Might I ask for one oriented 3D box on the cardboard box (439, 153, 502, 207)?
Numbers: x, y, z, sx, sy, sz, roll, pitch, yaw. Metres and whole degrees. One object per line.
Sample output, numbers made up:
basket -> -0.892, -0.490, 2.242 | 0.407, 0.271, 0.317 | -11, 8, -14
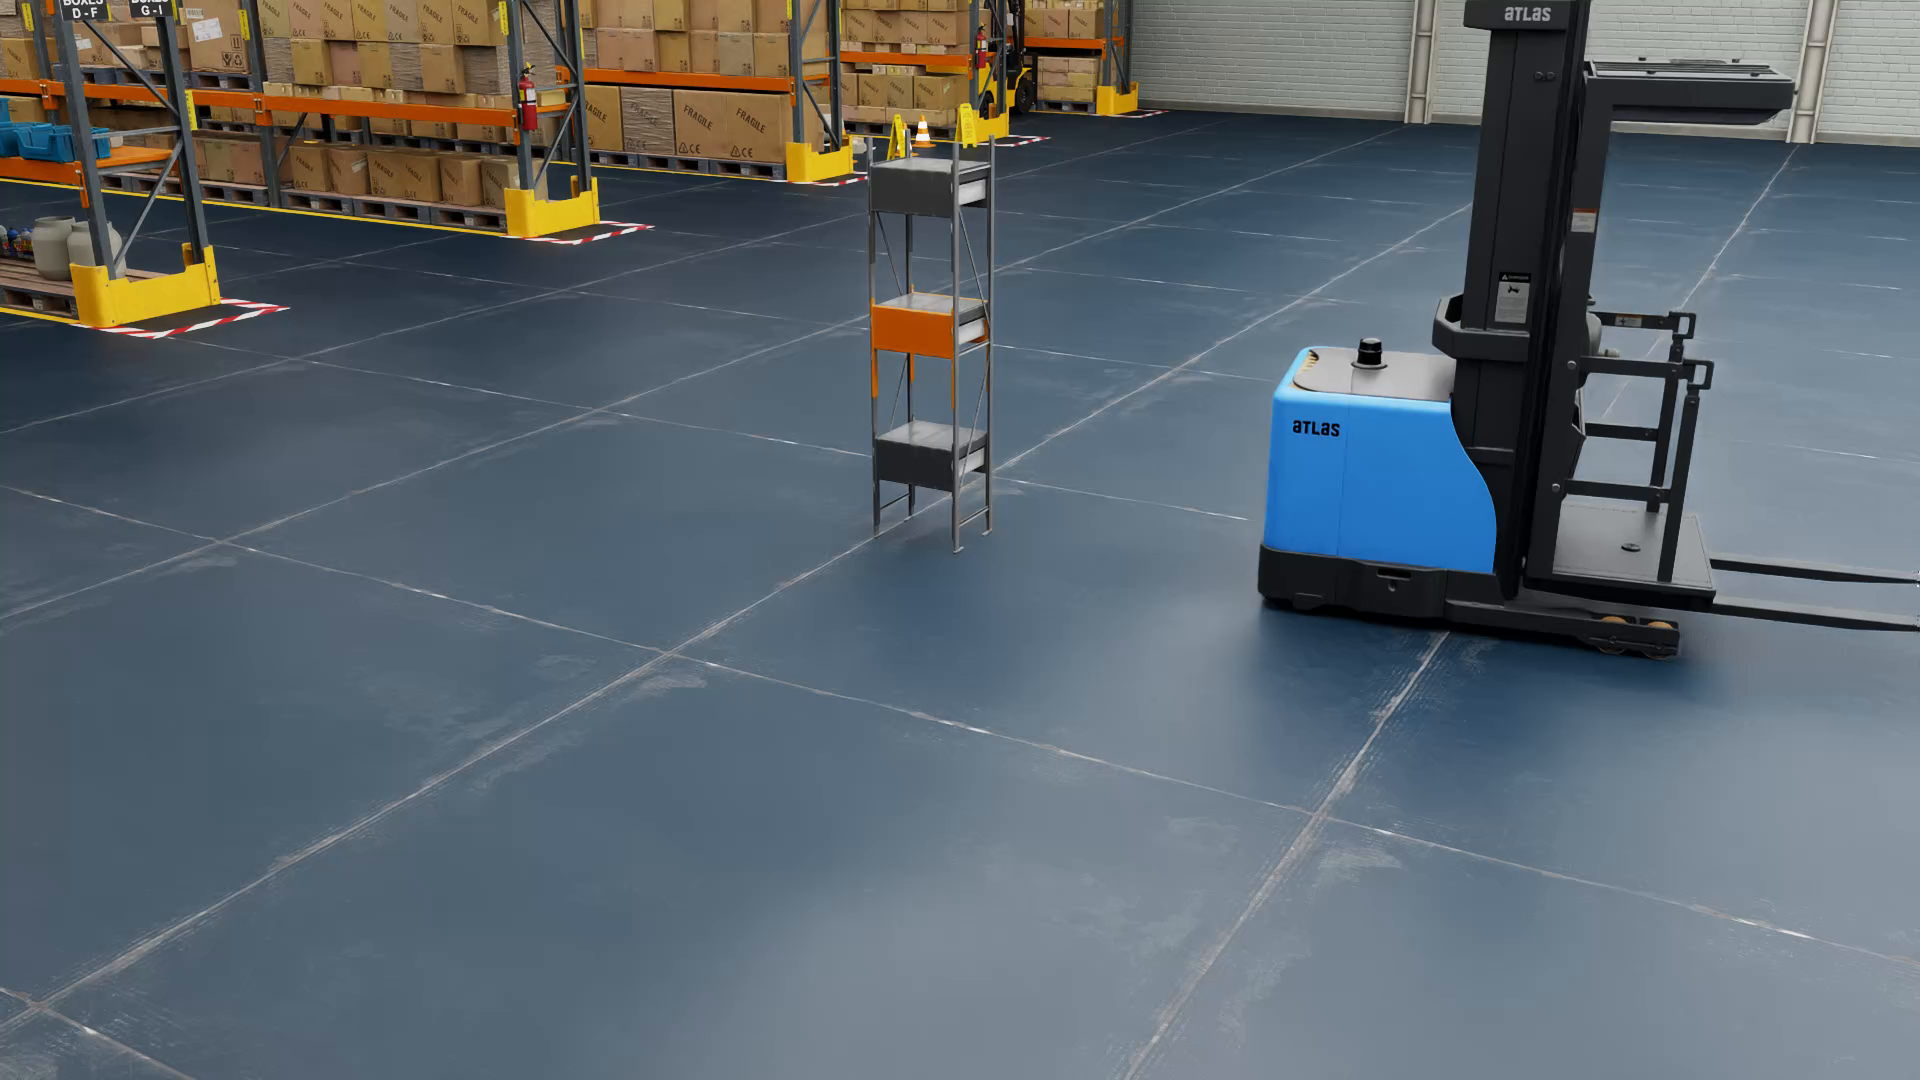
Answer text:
cardboard box -> -5.470, -4.045, 18.668 | 0.500, 0.500, 0.500 | 18, 27, 41

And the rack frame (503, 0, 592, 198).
rack frame -> -4.395, -4.825, 17.768 | 0.127, 3.000, 1.000 | 11, 23, 27

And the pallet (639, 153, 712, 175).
pallet -> -3.685, -5.287, 23.130 | 1.213, 0.211, 1.003 | 11, 23, 27

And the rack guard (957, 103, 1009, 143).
rack guard -> 0.372, -6.613, 26.362 | 0.348, 0.500, 1.175 | 11, 23, 27

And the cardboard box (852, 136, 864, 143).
cardboard box -> -1.691, -6.051, 25.330 | 0.380, 0.149, 0.250 | -11, 23, -29

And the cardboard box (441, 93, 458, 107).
cardboard box -> -5.416, -4.807, 18.086 | 0.250, 0.149, 0.380 | 11, 23, 27

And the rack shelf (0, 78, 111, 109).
rack shelf -> -13.125, -6.150, 22.475 | 4.000, 0.370, 1.077 | 11, 23, 27

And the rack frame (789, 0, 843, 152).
rack frame -> -1.888, -6.285, 21.792 | 0.127, 3.000, 1.000 | 11, 23, 27

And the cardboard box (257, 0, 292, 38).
cardboard box -> -7.618, -5.996, 18.948 | 0.500, 0.500, 0.500 | 11, 23, 27

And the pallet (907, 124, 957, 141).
pallet -> -0.320, -6.623, 26.812 | 1.213, 0.211, 1.003 | 11, 23, 27

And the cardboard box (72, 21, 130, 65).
cardboard box -> -10.888, -6.322, 21.132 | 0.500, 0.500, 0.500 | 8, 21, 21

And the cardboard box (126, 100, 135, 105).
cardboard box -> -13.906, -7.474, 28.199 | 0.250, 0.149, 0.380 | 10, 22, 25

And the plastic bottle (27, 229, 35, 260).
plastic bottle -> -8.540, -2.726, 15.337 | 0.097, 0.271, 0.097 | 0, 20, 0

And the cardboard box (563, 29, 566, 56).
cardboard box -> -5.966, -7.004, 23.628 | 0.500, 0.500, 0.500 | 11, 22, 27

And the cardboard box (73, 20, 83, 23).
cardboard box -> -14.698, -8.809, 28.167 | 0.500, 0.500, 0.500 | 11, 23, 28

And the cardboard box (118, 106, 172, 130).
cardboard box -> -10.311, -5.352, 21.141 | 0.500, 0.250, 0.500 | 14, 24, 33

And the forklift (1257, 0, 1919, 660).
forklift -> 3.004, -1.049, 7.457 | 3.031, 2.935, 1.130 | 7, 21, 17

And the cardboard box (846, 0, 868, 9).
cardboard box -> -1.416, -8.717, 26.448 | 0.500, 0.500, 0.700 | 11, 22, 27

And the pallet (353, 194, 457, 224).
pallet -> -6.214, -3.876, 19.240 | 1.213, 0.211, 1.003 | 11, 23, 27

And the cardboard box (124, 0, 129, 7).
cardboard box -> -13.360, -9.019, 27.281 | 0.500, 0.500, 0.500 | 10, 22, 26

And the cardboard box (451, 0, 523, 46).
cardboard box -> -4.996, -5.500, 17.579 | 0.500, 0.500, 0.500 | 11, 23, 27

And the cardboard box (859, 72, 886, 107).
cardboard box -> -1.283, -7.260, 26.797 | 0.500, 0.500, 0.500 | 10, 22, 26

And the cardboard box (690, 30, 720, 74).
cardboard box -> -3.152, -6.619, 22.493 | 0.550, 0.550, 0.875 | 11, 23, 27

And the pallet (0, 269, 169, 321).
pallet -> -7.606, -2.175, 14.551 | 1.213, 0.211, 1.003 | 11, 23, 27

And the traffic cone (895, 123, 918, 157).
traffic cone -> -0.811, -5.883, 24.405 | 0.334, 0.463, 0.336 | 11, 23, 27

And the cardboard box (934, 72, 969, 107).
cardboard box -> -0.152, -7.253, 26.777 | 0.500, 0.500, 0.500 | 10, 22, 26

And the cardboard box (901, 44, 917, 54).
cardboard box -> -0.721, -7.747, 26.193 | 0.250, 0.149, 0.380 | 11, 23, 28

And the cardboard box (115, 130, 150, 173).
cardboard box -> -10.294, -4.993, 21.252 | 0.500, 0.500, 0.700 | 9, 22, 23

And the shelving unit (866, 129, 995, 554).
shelving unit -> -0.145, -1.015, 8.583 | 0.503, 2.100, 0.431 | 11, 23, 27

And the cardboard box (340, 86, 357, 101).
cardboard box -> -6.743, -5.046, 18.746 | 0.250, 0.149, 0.380 | 11, 23, 27

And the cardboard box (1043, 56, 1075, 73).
cardboard box -> 1.853, -8.695, 30.387 | 0.500, 0.250, 0.500 | 11, 23, 28

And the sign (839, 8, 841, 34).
sign -> -1.612, -6.893, 22.083 | 0.005, 0.325, 0.100 | 11, 23, 27

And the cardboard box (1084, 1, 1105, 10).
cardboard box -> 2.416, -9.580, 29.777 | 0.250, 0.149, 0.380 | 11, 23, 28

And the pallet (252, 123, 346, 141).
pallet -> -10.614, -6.638, 26.855 | 1.213, 0.211, 1.003 | 11, 23, 27

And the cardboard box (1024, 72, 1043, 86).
cardboard box -> 1.385, -8.547, 30.713 | 0.500, 0.250, 0.500 | 10, 22, 26

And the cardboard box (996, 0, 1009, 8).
cardboard box -> 0.854, -9.876, 30.595 | 0.250, 0.149, 0.380 | 10, 22, 26

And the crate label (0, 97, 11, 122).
crate label -> -8.549, -3.593, 14.319 | 0.616, 0.435, 0.502 | 11, 23, 27

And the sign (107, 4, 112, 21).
sign -> -11.123, -6.826, 21.701 | 0.005, 0.325, 0.100 | 11, 23, 27

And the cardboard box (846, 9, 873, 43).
cardboard box -> -1.473, -8.229, 26.569 | 0.500, 0.500, 0.500 | 11, 23, 28

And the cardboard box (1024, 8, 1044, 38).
cardboard box -> 1.402, -9.478, 30.449 | 0.500, 0.500, 0.500 | 10, 22, 26

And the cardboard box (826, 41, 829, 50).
cardboard box -> -1.996, -8.026, 26.961 | 0.250, 0.149, 0.380 | 11, 23, 27

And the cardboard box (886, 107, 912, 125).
cardboard box -> -0.847, -6.823, 26.692 | 0.500, 0.250, 0.500 | 11, 23, 27

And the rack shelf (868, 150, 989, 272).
rack shelf -> -0.144, -1.660, 8.349 | 0.480, 0.518, 0.431 | 11, 23, 27

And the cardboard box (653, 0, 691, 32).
cardboard box -> -3.667, -7.183, 22.465 | 0.500, 0.550, 0.875 | 11, 23, 27

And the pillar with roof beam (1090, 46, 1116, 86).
pillar with roof beam -> 0.588, -11.176, 26.479 | 0.400, 9.000, 9.100 | 11, 23, 27

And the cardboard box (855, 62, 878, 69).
cardboard box -> -1.771, -9.215, 32.735 | 0.625, 0.625, 0.875 | 11, 22, 27

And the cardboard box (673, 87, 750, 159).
cardboard box -> -3.281, -5.722, 22.741 | 0.875, 0.875, 0.875 | 10, 22, 26

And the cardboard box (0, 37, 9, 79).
cardboard box -> -12.363, -6.295, 21.674 | 0.500, 0.500, 0.500 | 11, 22, 27

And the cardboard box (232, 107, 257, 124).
cardboard box -> -11.386, -7.013, 26.850 | 0.500, 0.500, 0.500 | 12, 23, 30

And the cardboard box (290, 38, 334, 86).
cardboard box -> -7.105, -5.490, 19.018 | 0.500, 0.500, 0.875 | 11, 23, 27
